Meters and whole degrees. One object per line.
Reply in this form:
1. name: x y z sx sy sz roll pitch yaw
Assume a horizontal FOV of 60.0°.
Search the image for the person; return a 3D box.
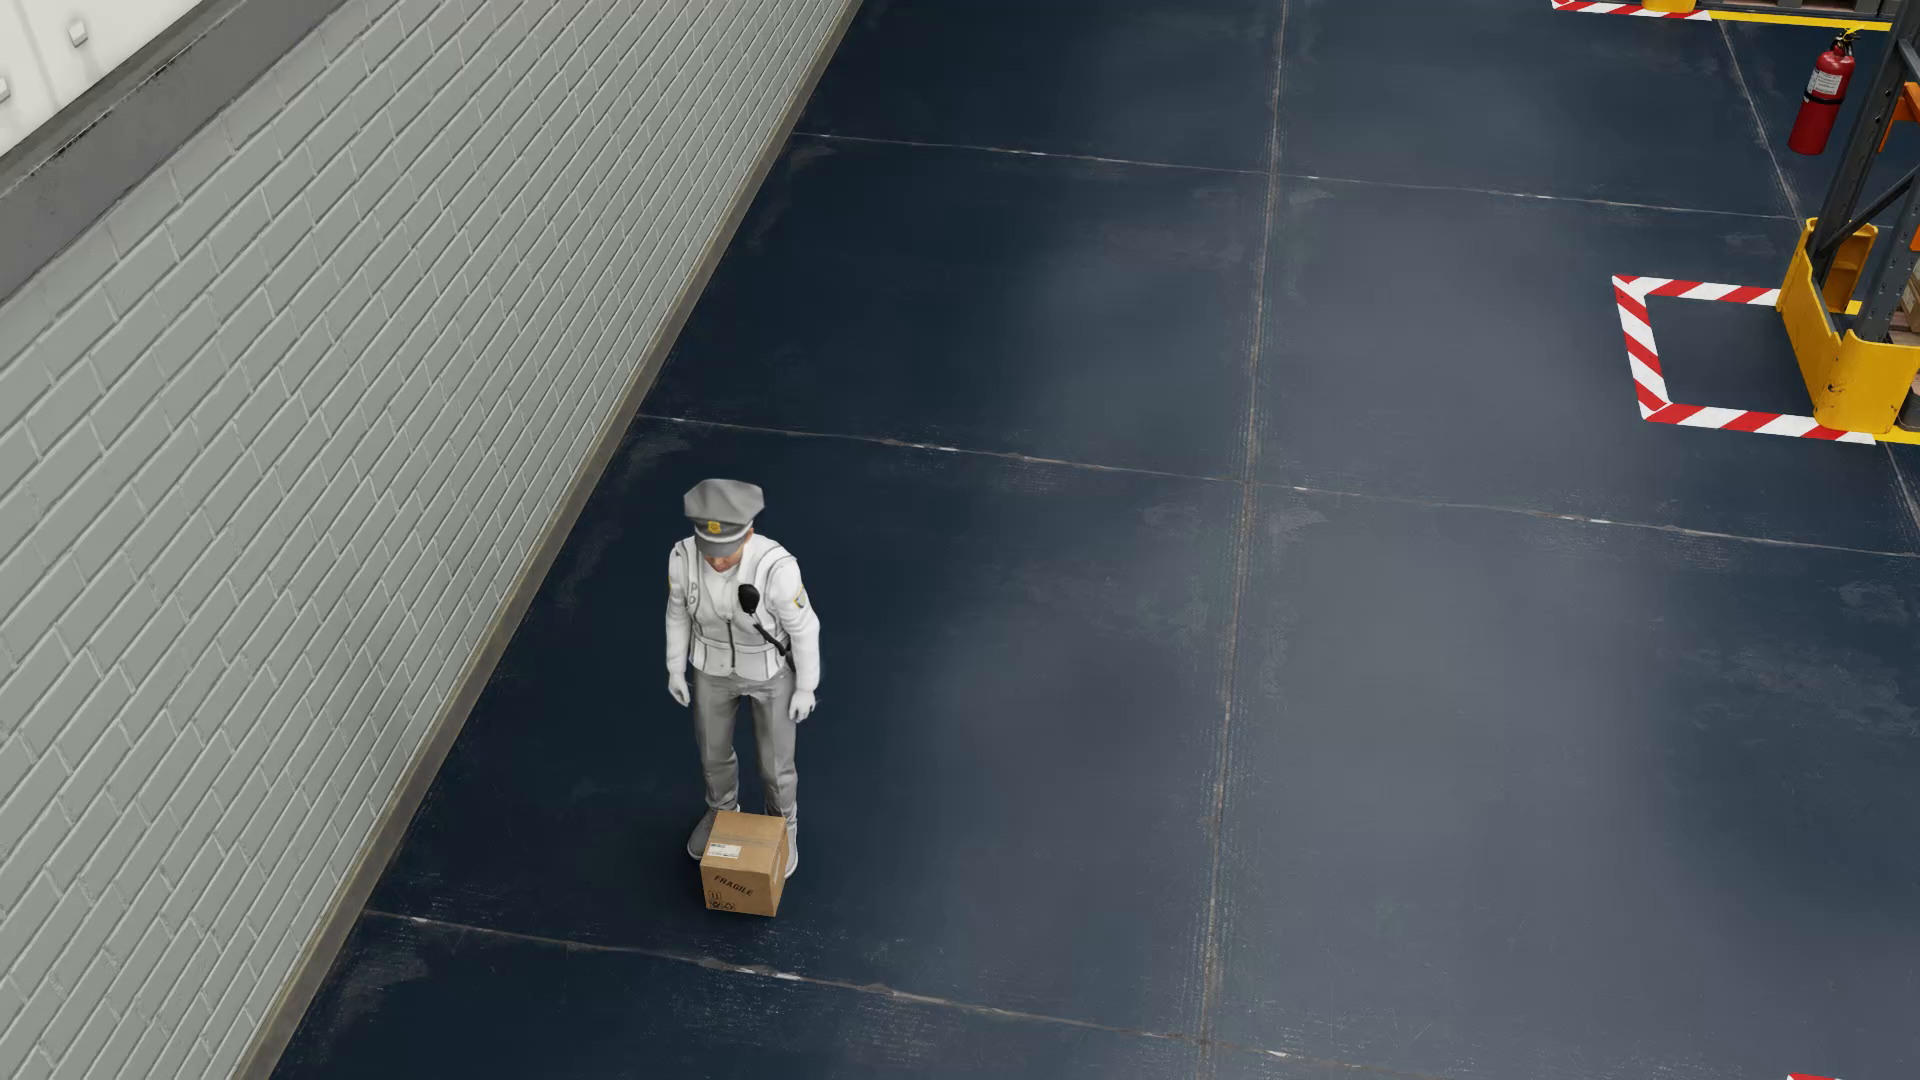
1. person: -0.733 0.468 5.612 0.529 1.663 0.403 7 41 8
